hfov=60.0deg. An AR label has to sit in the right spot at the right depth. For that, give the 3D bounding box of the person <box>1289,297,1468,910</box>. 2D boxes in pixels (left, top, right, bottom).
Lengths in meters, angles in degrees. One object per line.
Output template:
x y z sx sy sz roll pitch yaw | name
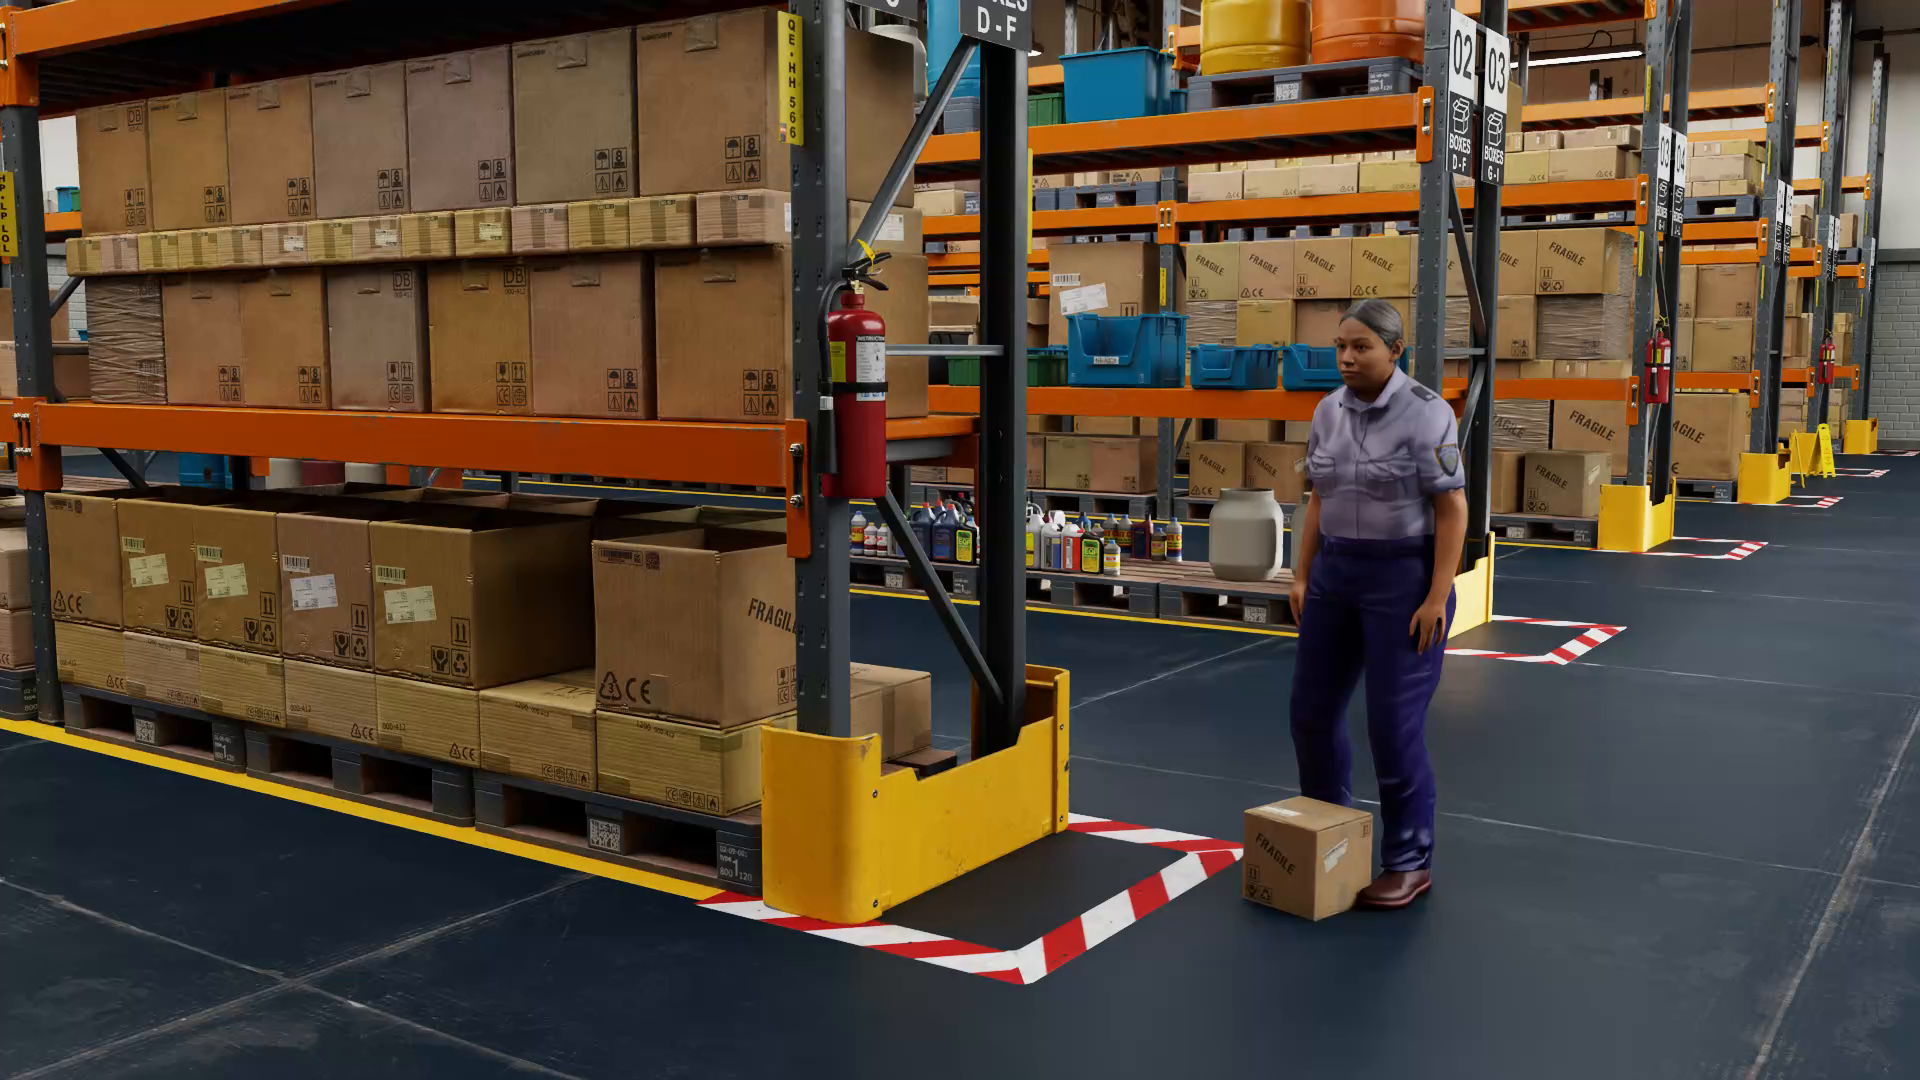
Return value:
1.144 0.160 4.640 0.370 1.647 0.543 -5 8 -38 | person
